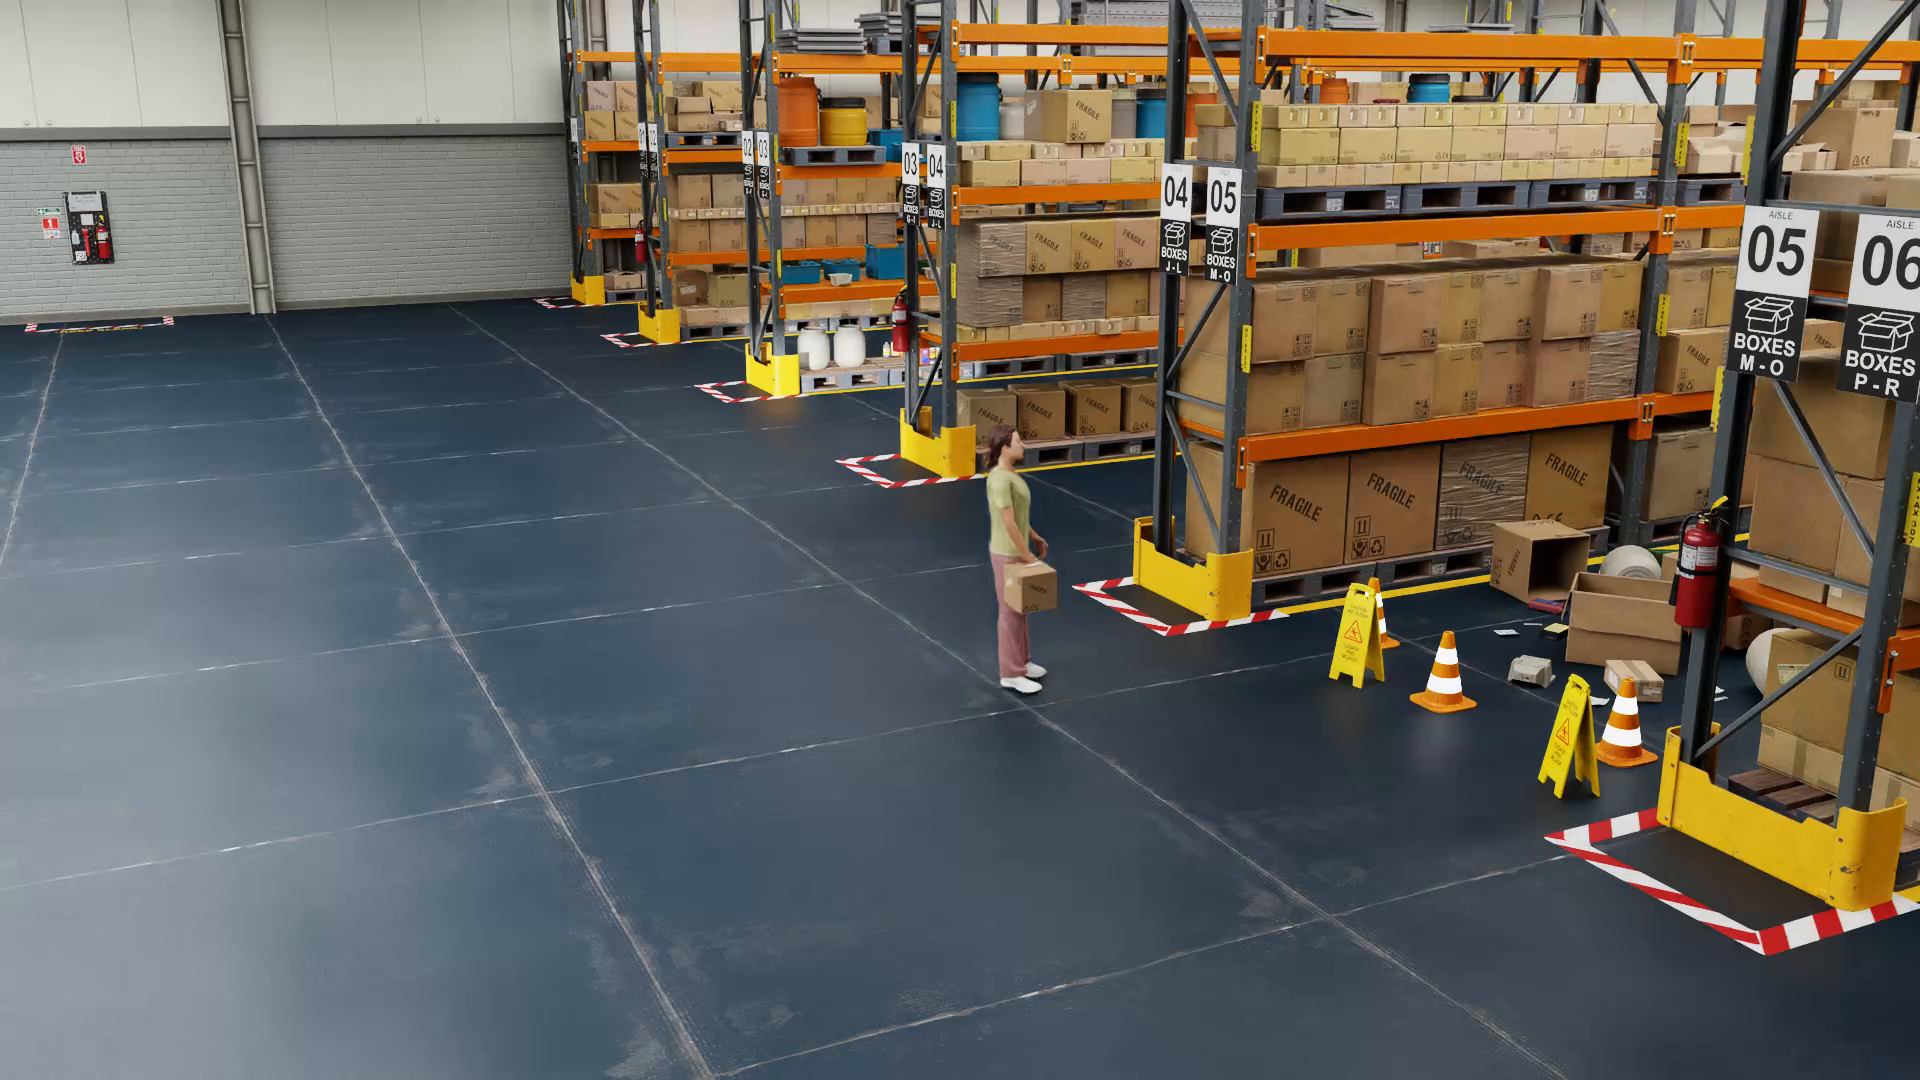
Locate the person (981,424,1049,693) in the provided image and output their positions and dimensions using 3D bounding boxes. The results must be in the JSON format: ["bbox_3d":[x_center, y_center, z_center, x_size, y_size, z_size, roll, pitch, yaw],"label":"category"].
[{"bbox_3d":[0.340,0.099,10.607,0.443,1.684,0.527,1,15,5],"label":"person"}]
